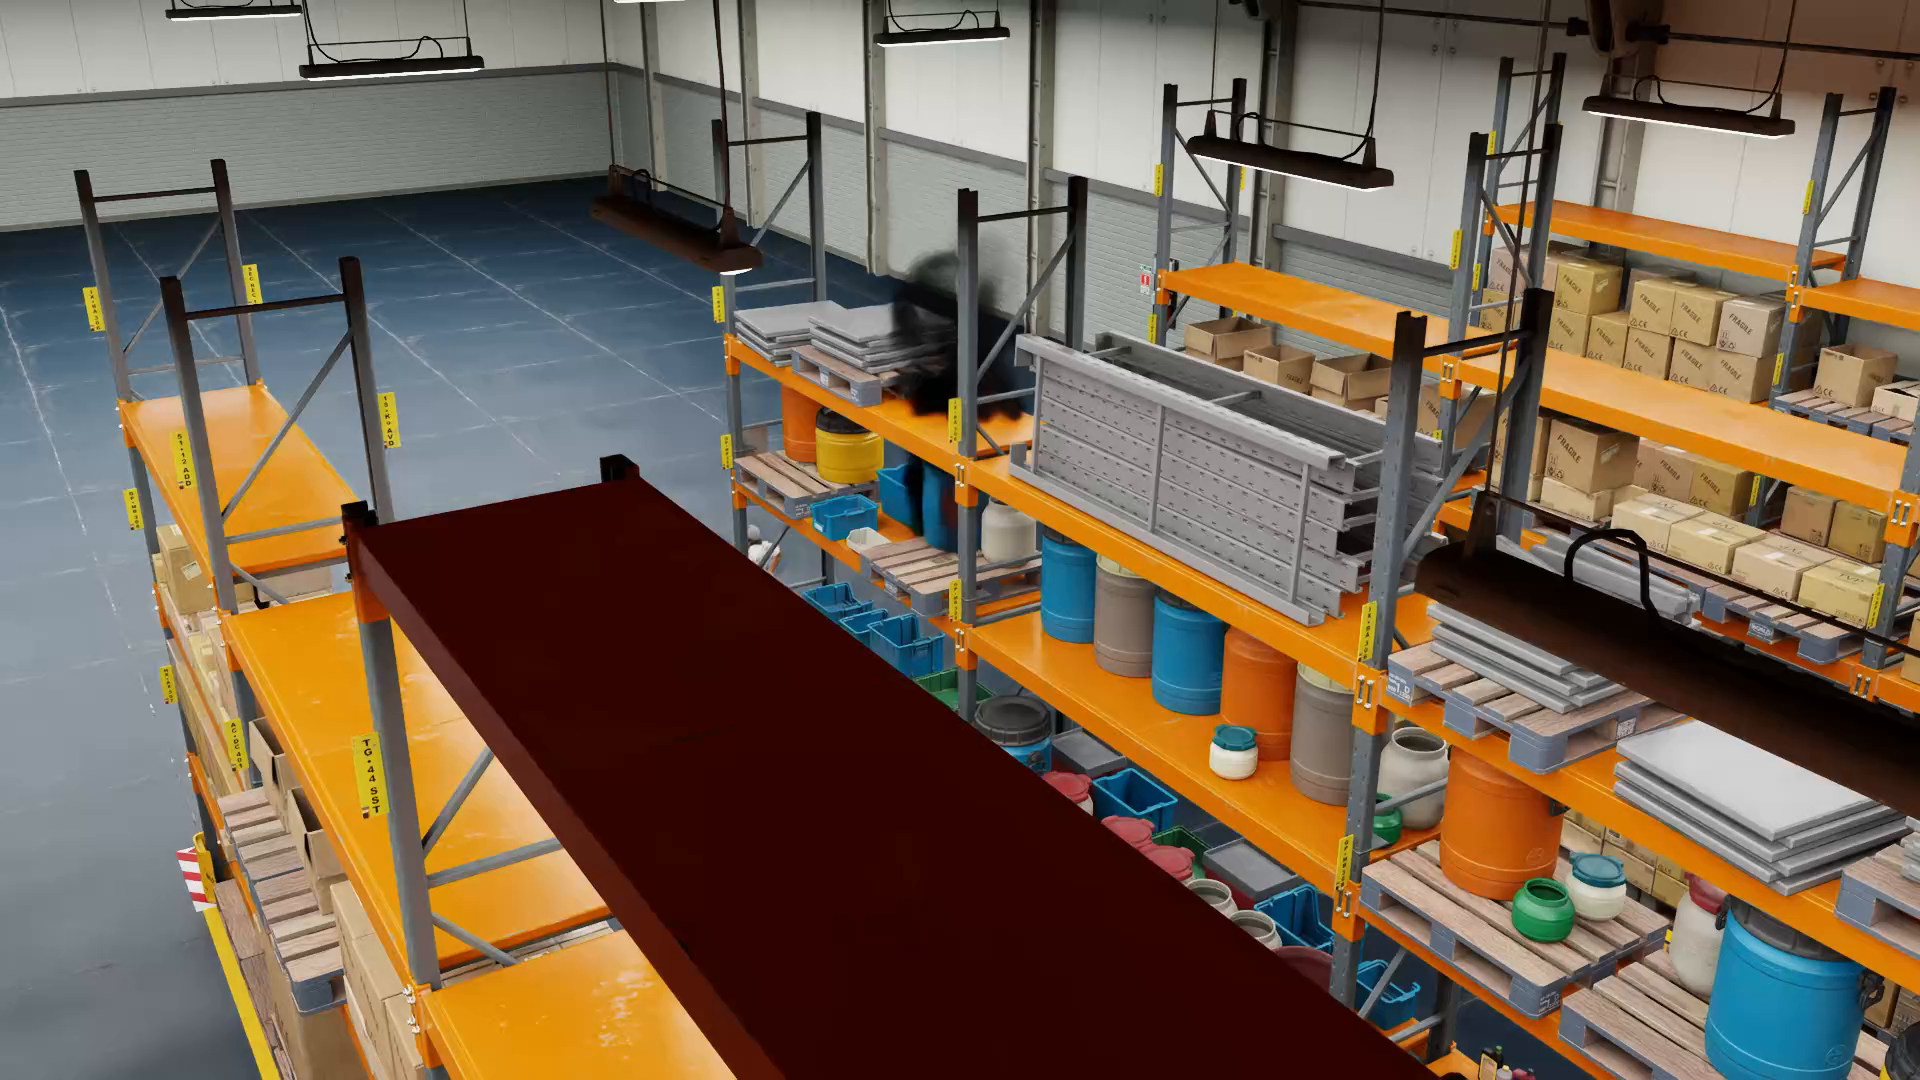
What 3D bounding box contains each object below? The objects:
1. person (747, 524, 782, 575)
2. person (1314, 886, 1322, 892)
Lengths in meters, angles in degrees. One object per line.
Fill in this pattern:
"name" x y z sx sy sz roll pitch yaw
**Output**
"person" -2.181 0.599 17.704 0.683 1.666 0.600 0 22 1
"person" 2.749 2.072 13.380 0.539 1.622 0.806 -20 29 -40
